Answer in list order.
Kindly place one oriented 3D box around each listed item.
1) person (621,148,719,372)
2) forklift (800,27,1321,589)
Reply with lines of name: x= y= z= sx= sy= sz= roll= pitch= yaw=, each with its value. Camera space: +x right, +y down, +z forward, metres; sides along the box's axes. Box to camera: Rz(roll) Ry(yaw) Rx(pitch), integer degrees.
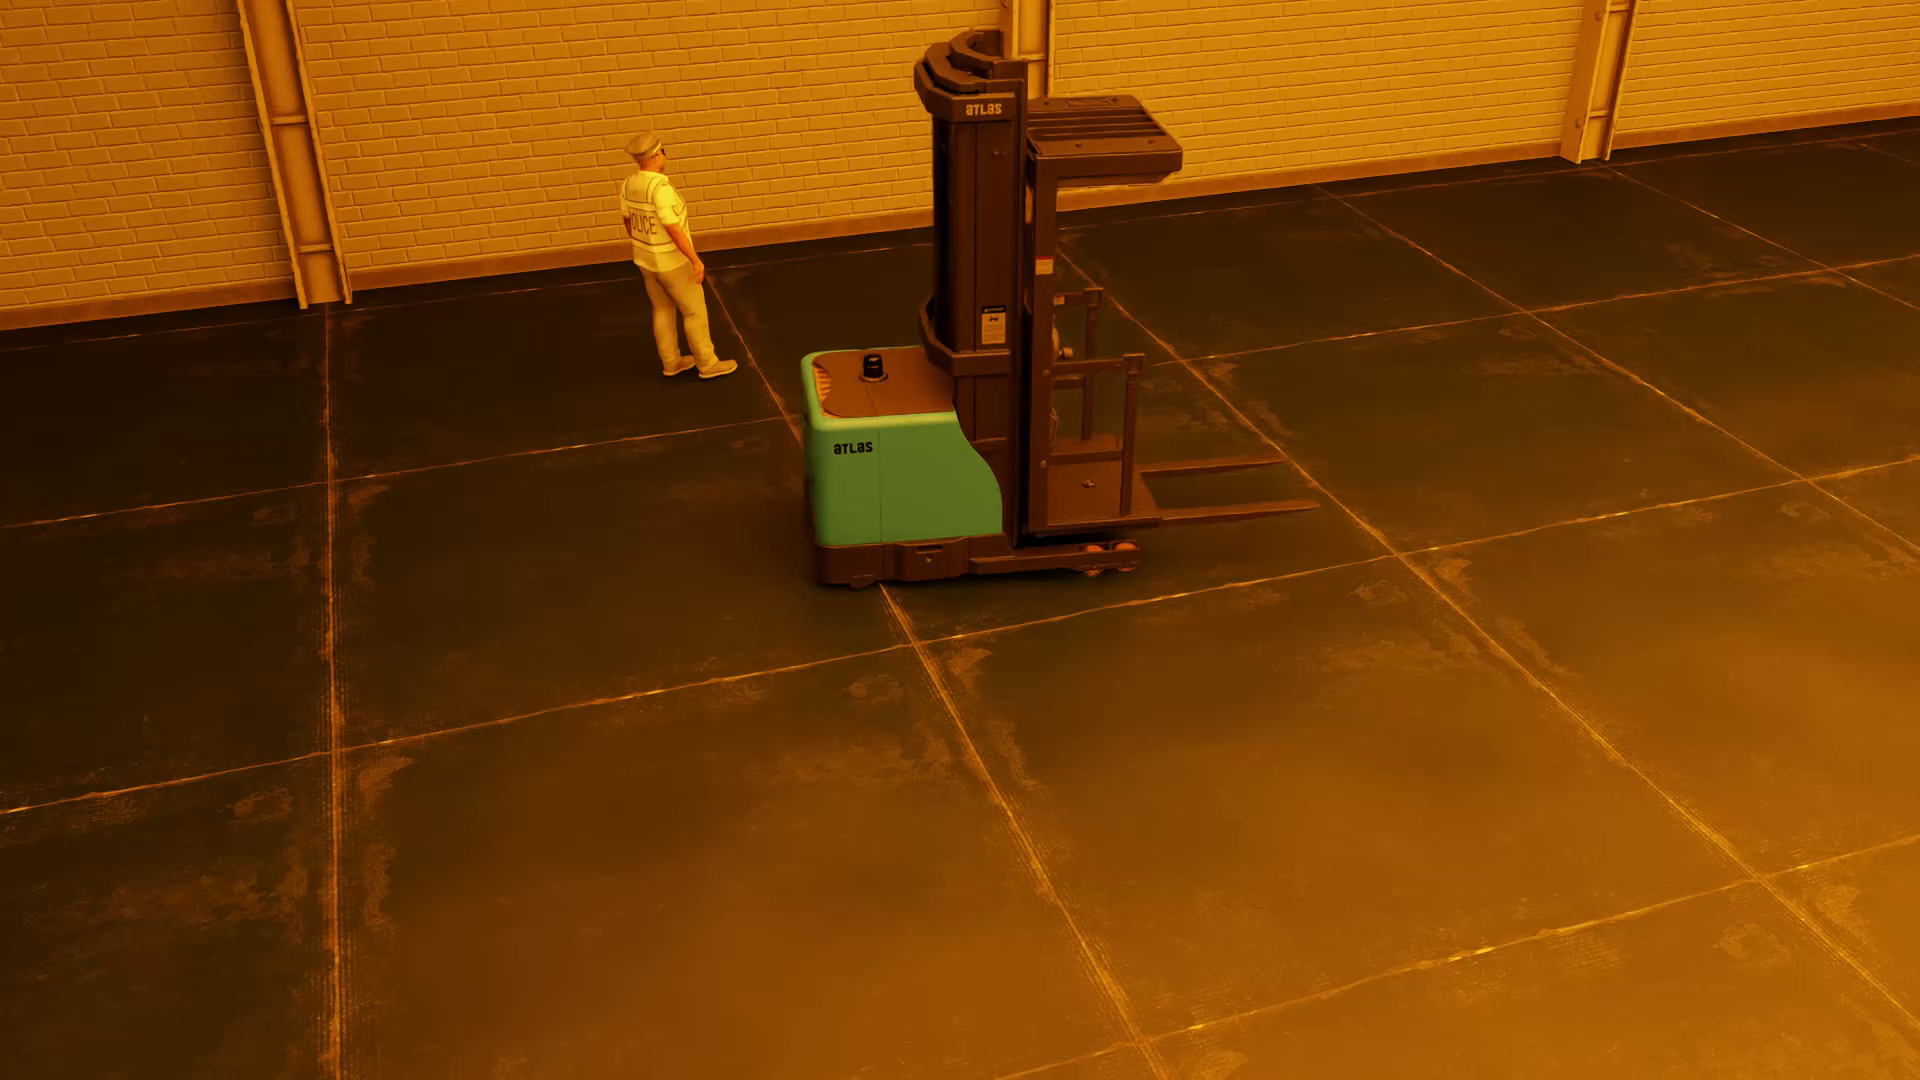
person: x=-15961.712 y=-23636.080 z=41087.805 sx=85394.158 sy=2.666 sz=52058.731 roll=23 pitch=37 yaw=34
forklift: x=0.608 y=-1.327 z=9.393 sx=3.031 sy=2.935 sz=1.130 roll=-5 pitch=30 yaw=-8
